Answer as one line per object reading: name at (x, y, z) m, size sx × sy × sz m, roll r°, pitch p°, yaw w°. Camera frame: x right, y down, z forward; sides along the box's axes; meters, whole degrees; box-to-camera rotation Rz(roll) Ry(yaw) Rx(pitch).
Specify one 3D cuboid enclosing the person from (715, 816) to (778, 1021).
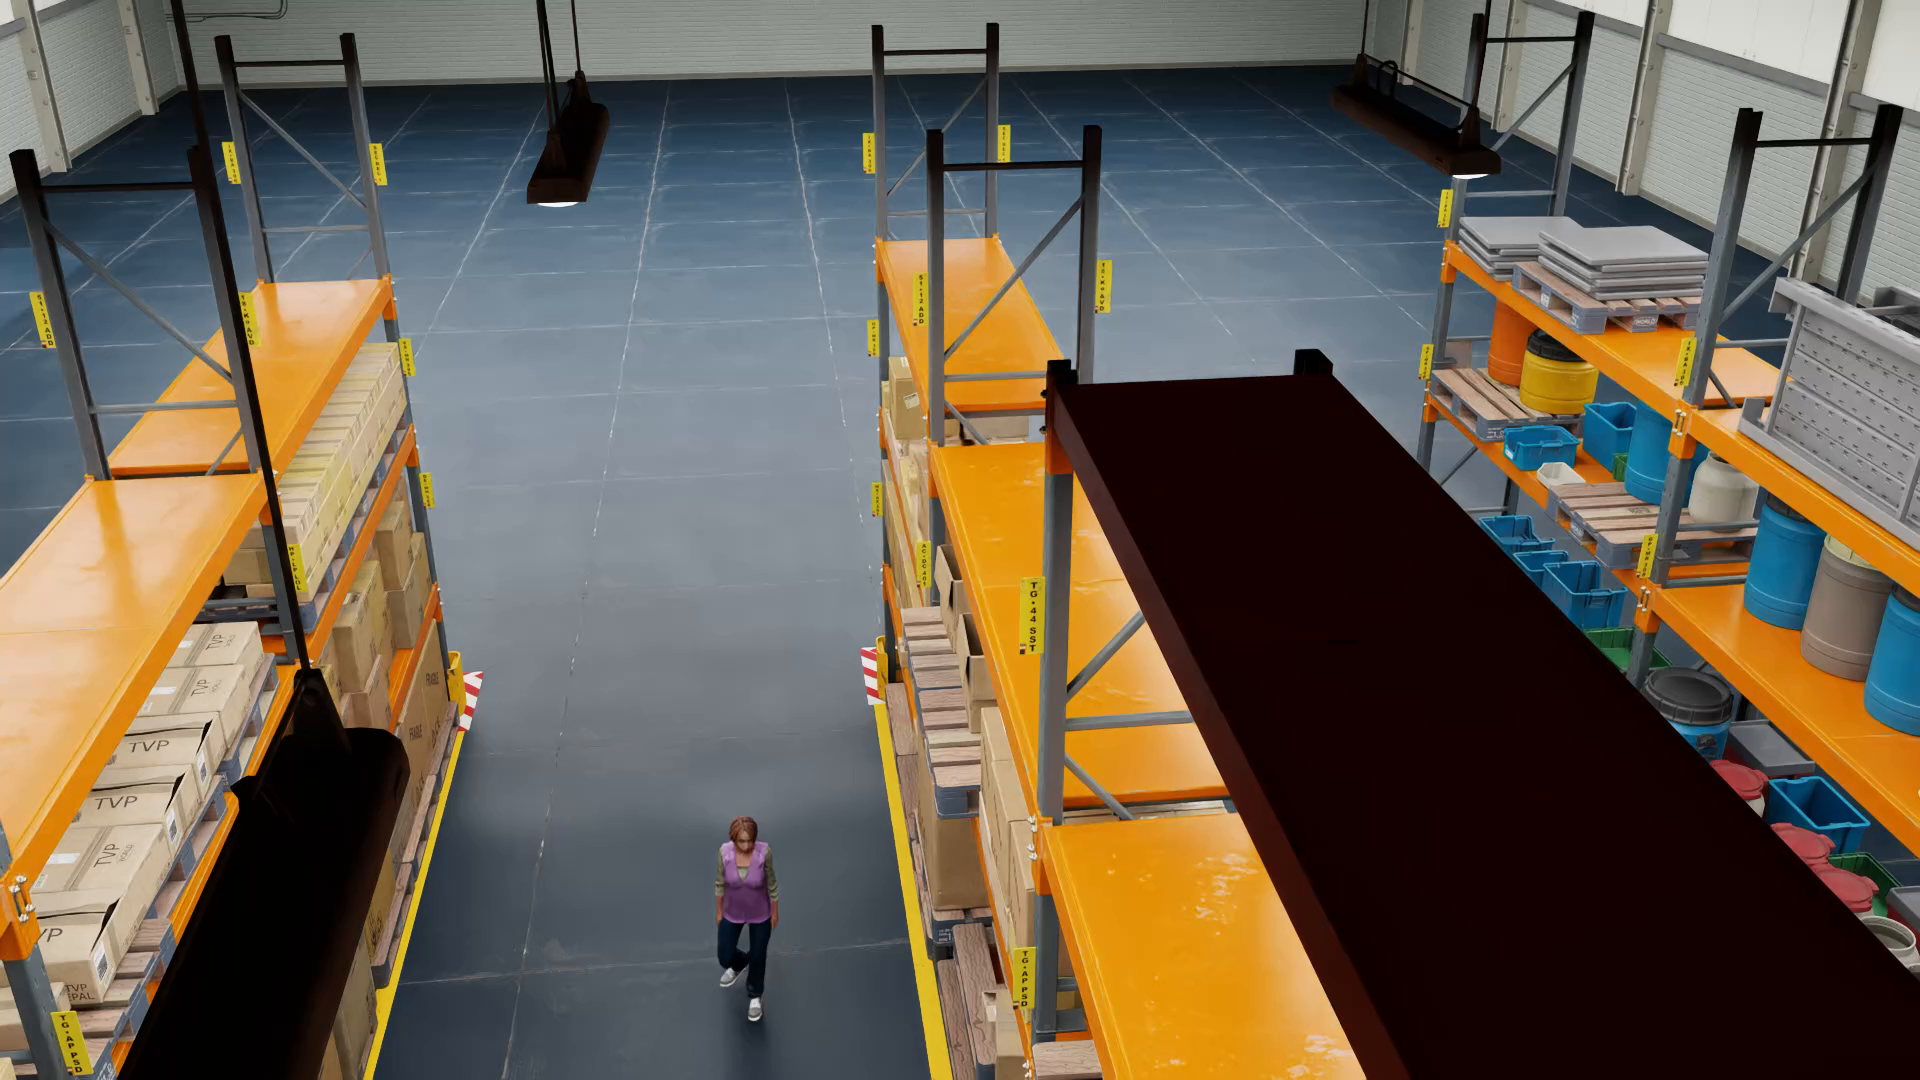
person at (-1.463, 2.525, 11.368) m, size 0.463 × 1.596 × 0.471 m, roll -1°, pitch 26°, yaw -2°
